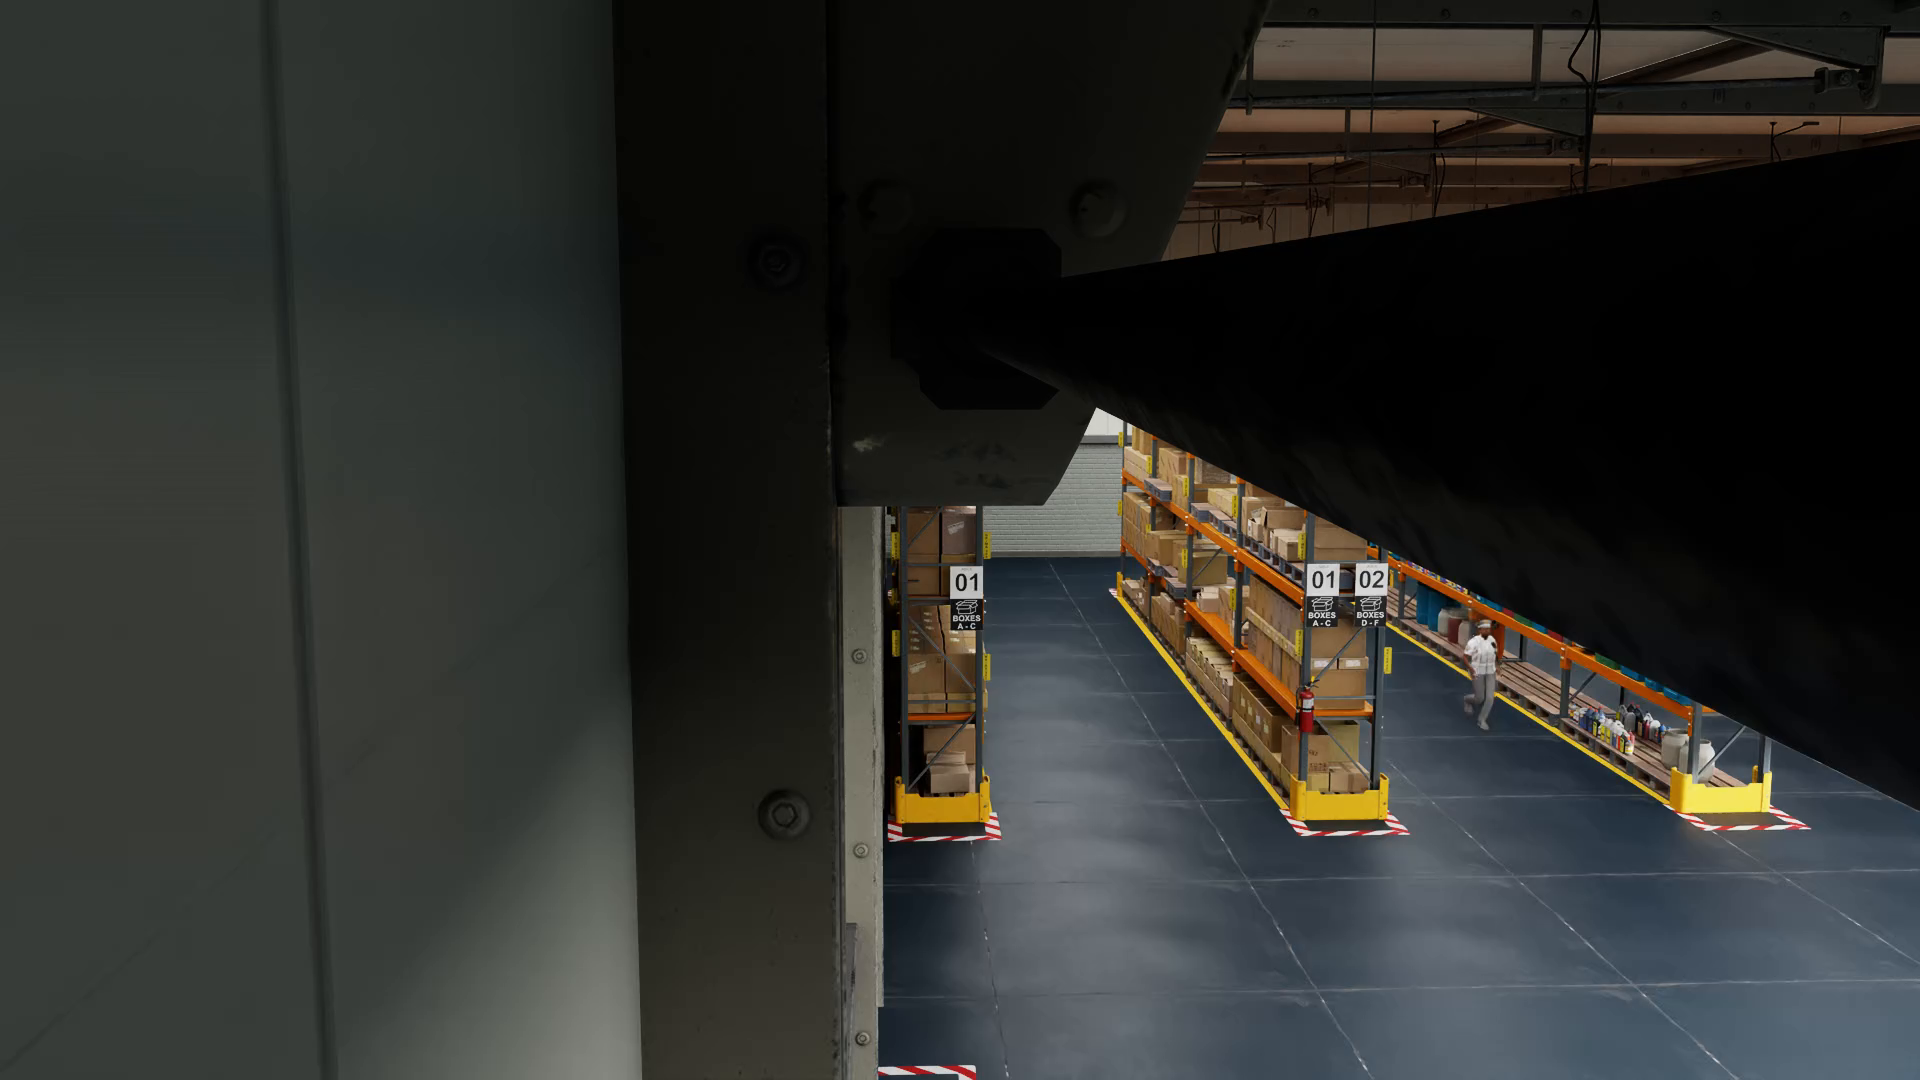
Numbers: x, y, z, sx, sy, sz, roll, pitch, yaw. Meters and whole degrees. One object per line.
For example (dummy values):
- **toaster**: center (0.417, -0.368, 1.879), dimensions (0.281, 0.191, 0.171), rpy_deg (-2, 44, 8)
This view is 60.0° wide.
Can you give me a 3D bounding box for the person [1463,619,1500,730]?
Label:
- **person**: center (7.881, 2.000, 25.133), dimensions (0.585, 1.667, 0.604), rpy_deg (-1, 8, -8)
